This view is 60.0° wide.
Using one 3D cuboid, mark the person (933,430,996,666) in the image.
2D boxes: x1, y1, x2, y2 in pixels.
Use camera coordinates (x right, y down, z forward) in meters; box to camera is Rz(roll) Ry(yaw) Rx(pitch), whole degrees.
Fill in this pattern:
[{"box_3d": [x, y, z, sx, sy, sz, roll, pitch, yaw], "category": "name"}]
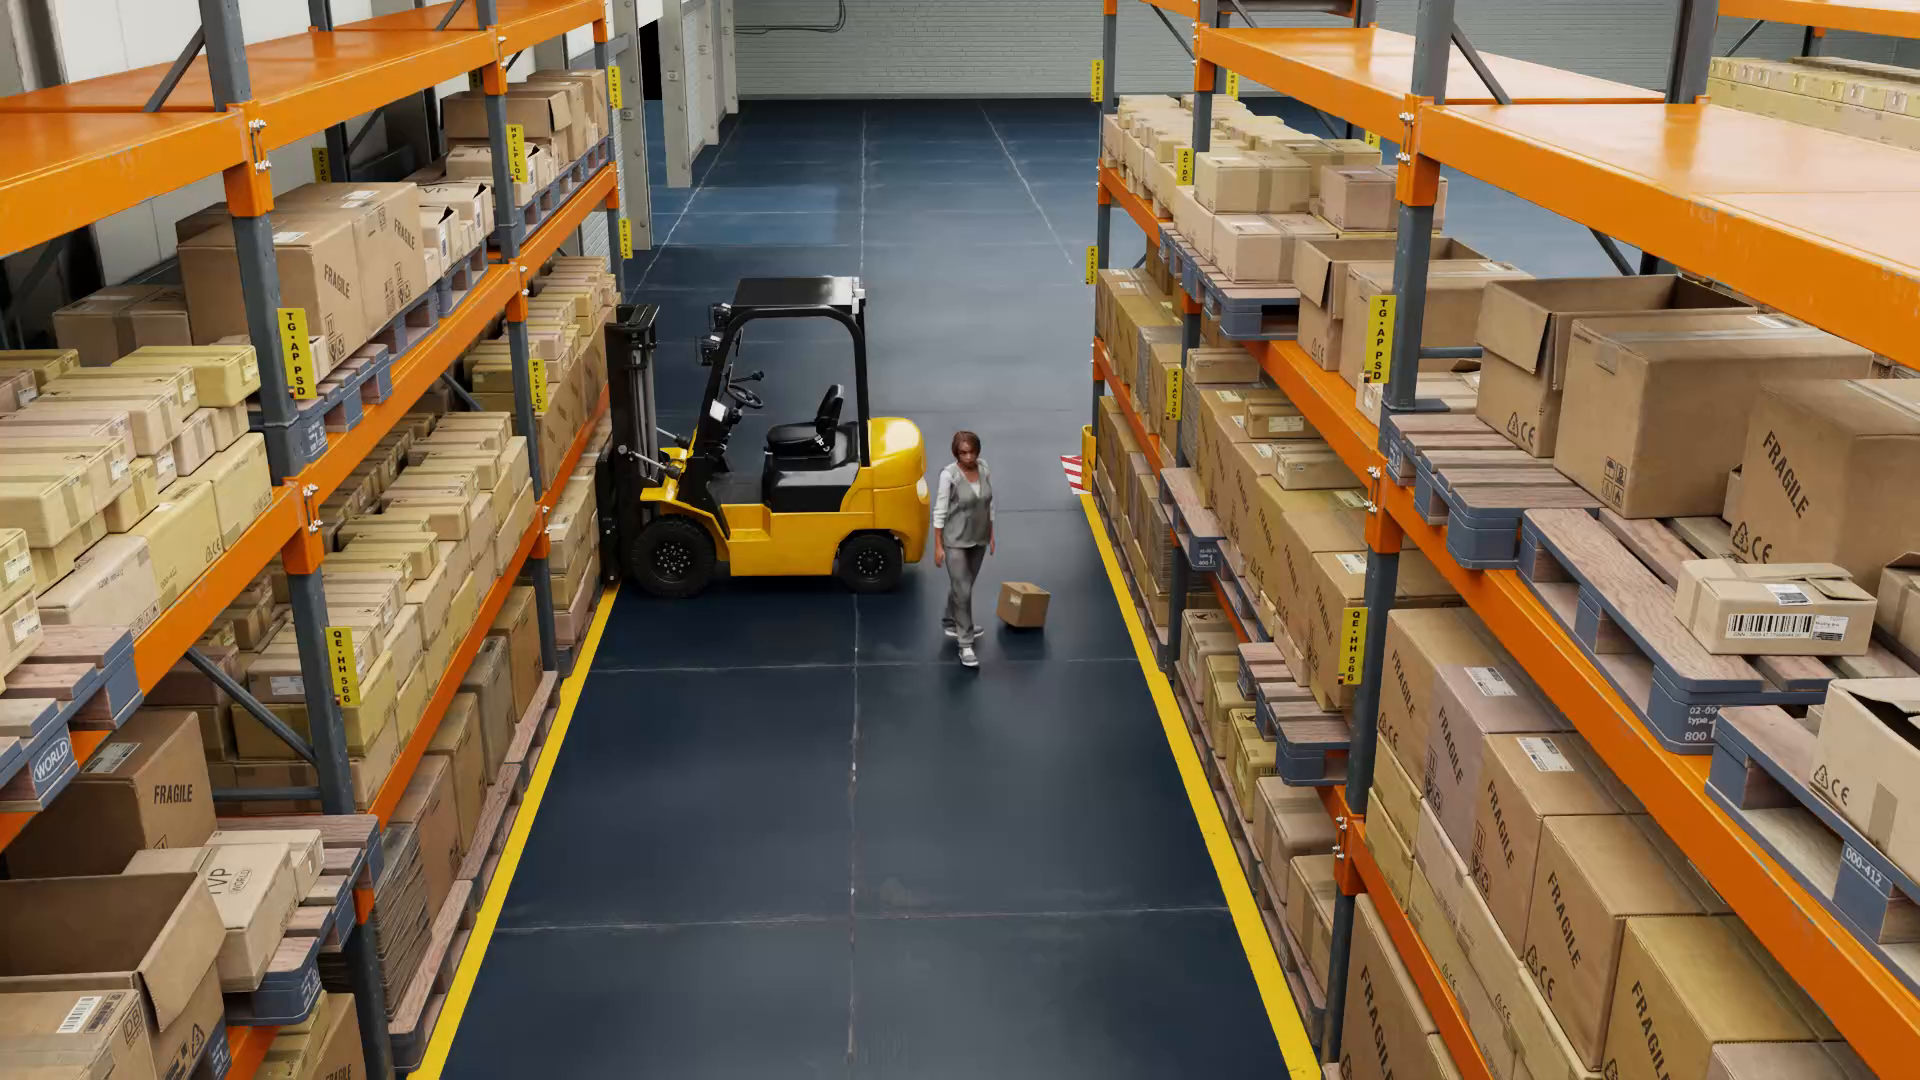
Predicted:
[{"box_3d": [0.033, 0.011, 11.057, 0.475, 1.583, 0.561, -15, 25, -35], "category": "person"}]
